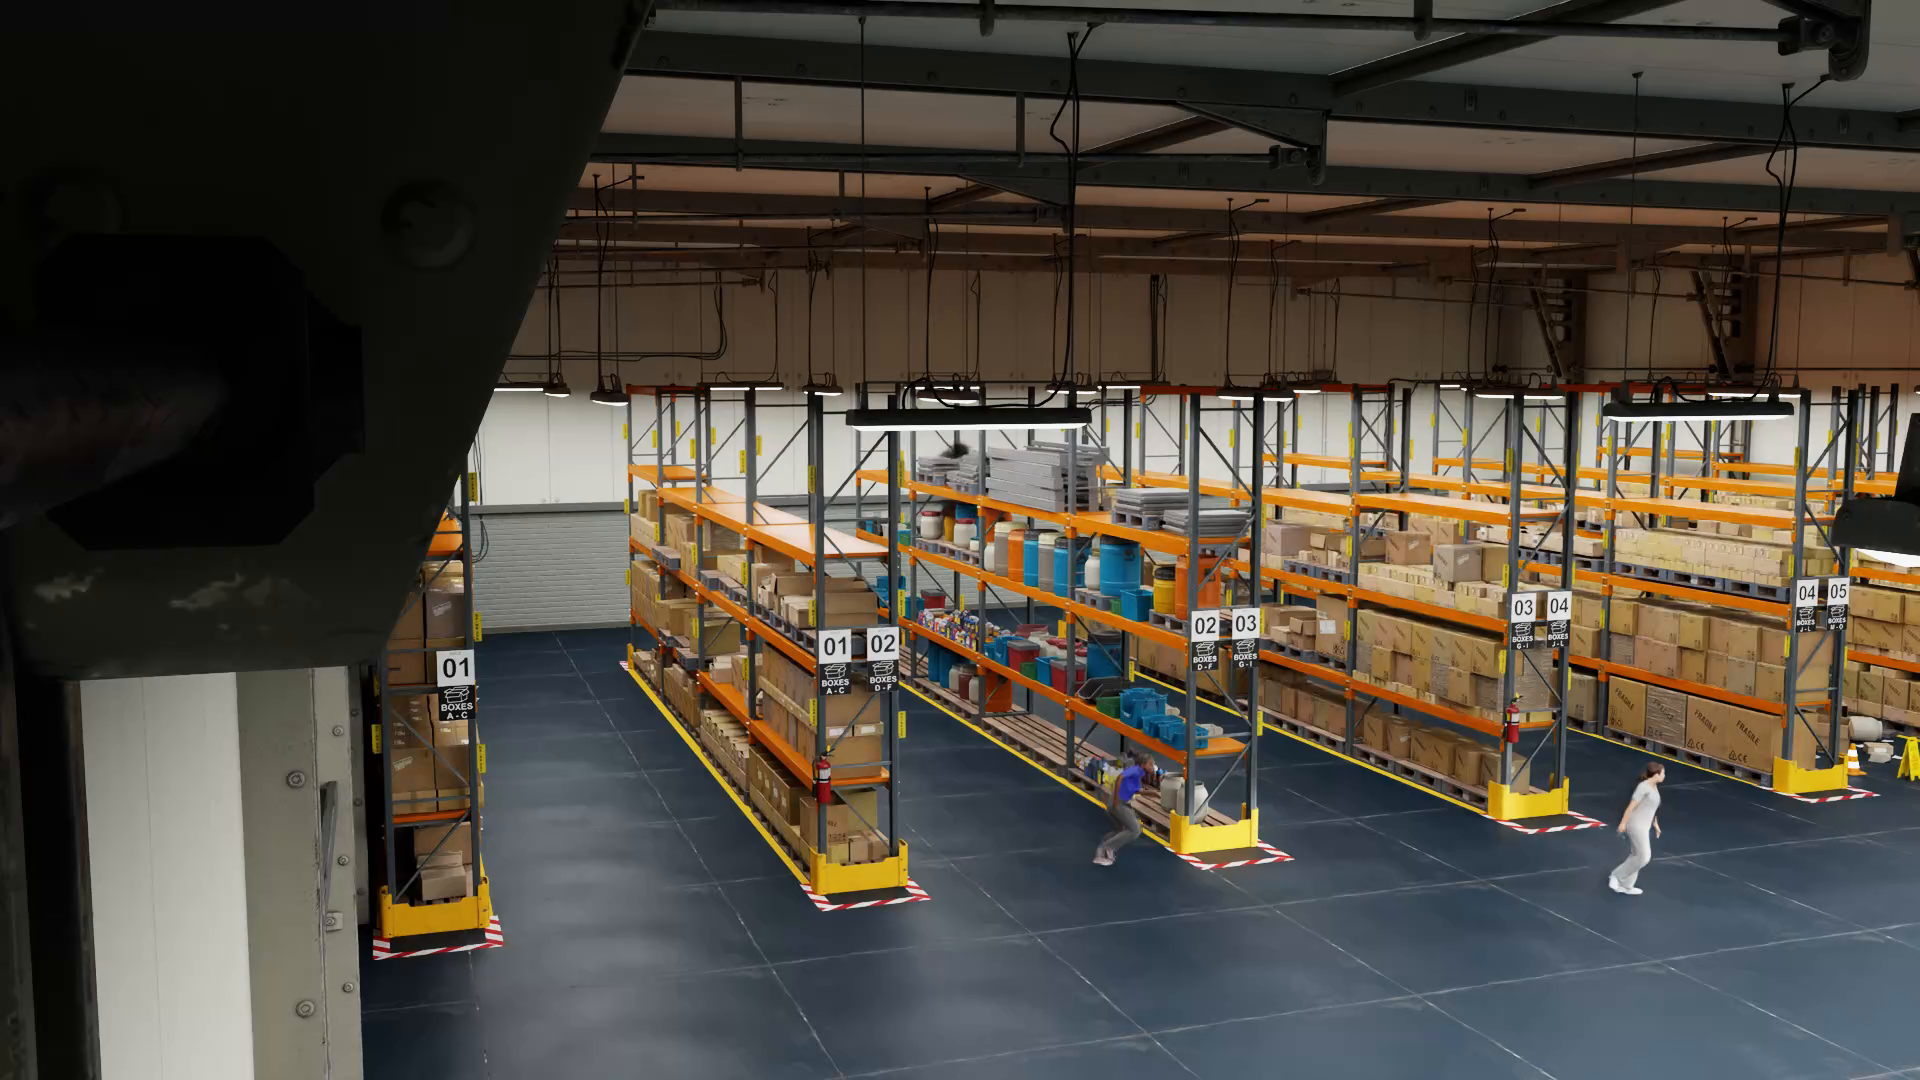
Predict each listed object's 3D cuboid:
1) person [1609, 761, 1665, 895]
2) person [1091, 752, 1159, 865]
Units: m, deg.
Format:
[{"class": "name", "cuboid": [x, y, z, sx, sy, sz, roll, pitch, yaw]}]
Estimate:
[{"class": "person", "cuboid": [8.139, 3.461, 20.006, 0.525, 1.632, 0.615, 4, 7, 37]}, {"class": "person", "cuboid": [2.097, 3.420, 21.066, 0.853, 1.484, 0.603, 1, 6, 7]}]
